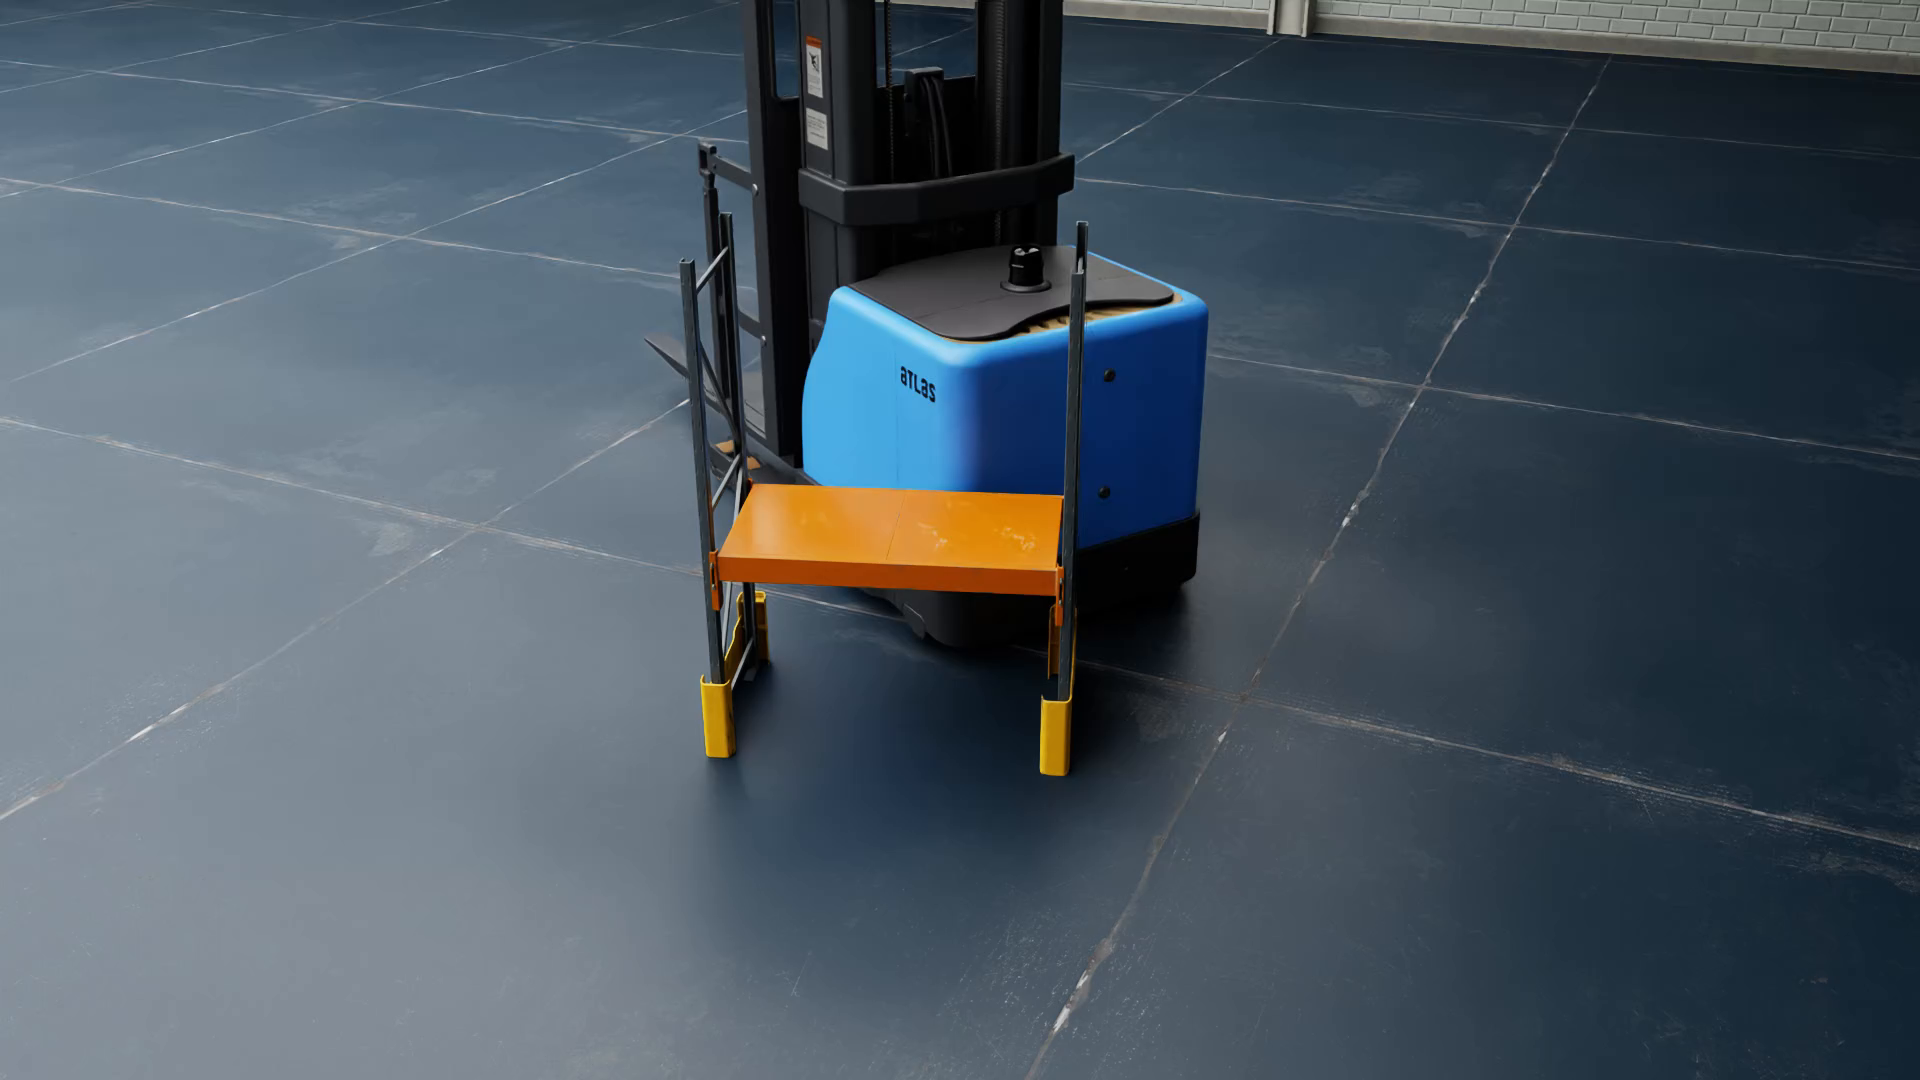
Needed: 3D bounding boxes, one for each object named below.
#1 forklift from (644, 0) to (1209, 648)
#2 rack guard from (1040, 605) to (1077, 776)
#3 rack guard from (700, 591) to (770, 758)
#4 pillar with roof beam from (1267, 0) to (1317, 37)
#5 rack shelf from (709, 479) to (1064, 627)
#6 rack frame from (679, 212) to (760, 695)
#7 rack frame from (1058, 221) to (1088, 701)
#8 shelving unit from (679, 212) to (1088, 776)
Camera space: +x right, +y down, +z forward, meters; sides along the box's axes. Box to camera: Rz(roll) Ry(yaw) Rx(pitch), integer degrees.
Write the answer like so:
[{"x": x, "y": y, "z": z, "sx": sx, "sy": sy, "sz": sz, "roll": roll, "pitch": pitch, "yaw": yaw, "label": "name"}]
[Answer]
[{"x": -0.375, "y": -1.573, "z": 6.128, "sx": 1.130, "sy": 2.935, "sz": 3.031, "roll": -15, "pitch": 30, "yaw": -28, "label": "forklift"}, {"x": 0.302, "y": 0.447, "z": 5.060, "sx": 0.087, "sy": 0.250, "sz": 0.587, "roll": 2, "pitch": 26, "yaw": 5, "label": "rack guard"}, {"x": -0.690, "y": 0.405, "z": 5.144, "sx": 0.087, "sy": 0.250, "sz": 0.587, "roll": 2, "pitch": 26, "yaw": 5, "label": "rack guard"}, {"x": 1.481, "y": -7.310, "z": 10.910, "sx": 0.400, "sy": 9.000, "sz": 9.100, "roll": 11, "pitch": 28, "yaw": 22, "label": "pillar with roof beam"}, {"x": -0.185, "y": 0.027, "z": 4.905, "sx": 1.000, "sy": 0.185, "sz": 0.538, "roll": 2, "pitch": 26, "yaw": 5, "label": "rack shelf"}, {"x": -0.691, "y": -0.156, "z": 4.869, "sx": 0.032, "sy": 1.500, "sz": 0.500, "roll": 2, "pitch": 26, "yaw": 5, "label": "rack frame"}, {"x": 0.321, "y": -0.113, "z": 4.782, "sx": 0.032, "sy": 1.500, "sz": 0.500, "roll": 2, "pitch": 26, "yaw": 5, "label": "rack frame"}, {"x": -0.194, "y": -0.135, "z": 4.826, "sx": 1.083, "sy": 1.500, "sz": 0.587, "roll": 2, "pitch": 26, "yaw": 5, "label": "shelving unit"}]
